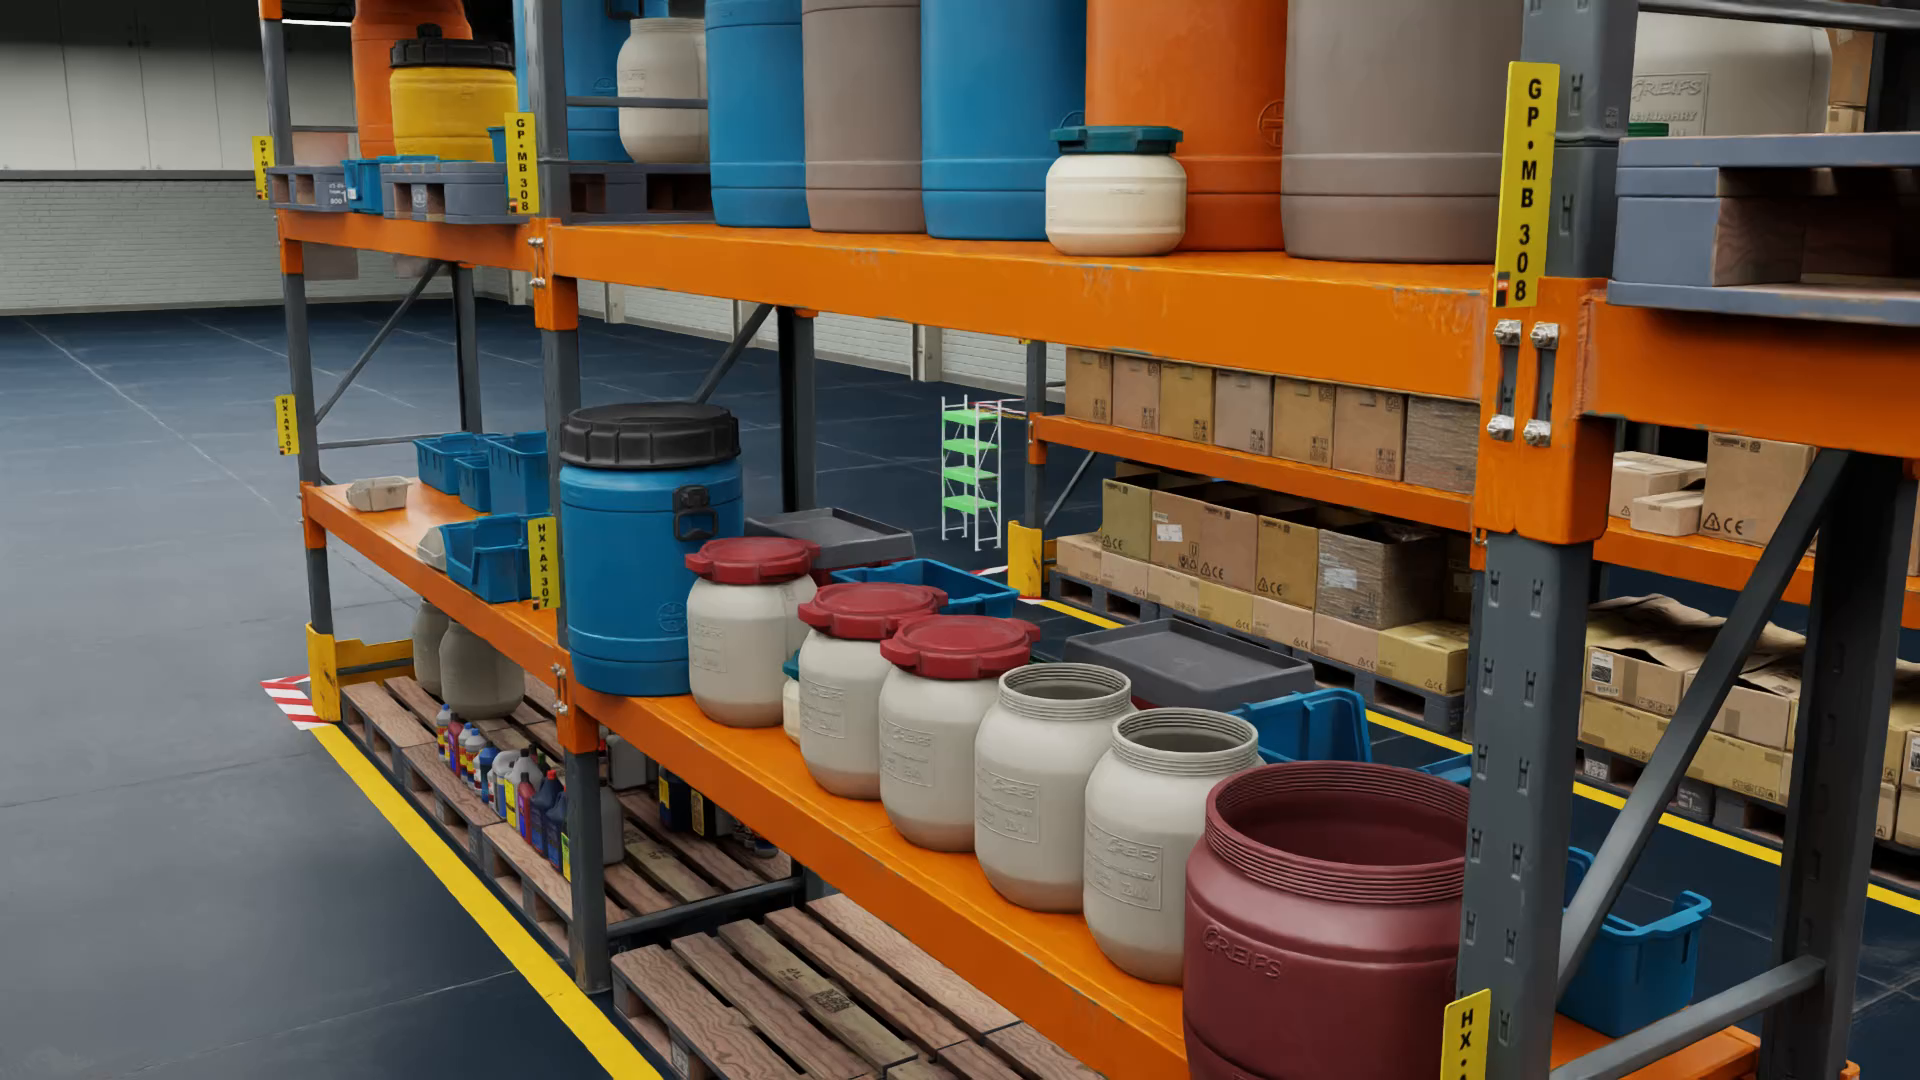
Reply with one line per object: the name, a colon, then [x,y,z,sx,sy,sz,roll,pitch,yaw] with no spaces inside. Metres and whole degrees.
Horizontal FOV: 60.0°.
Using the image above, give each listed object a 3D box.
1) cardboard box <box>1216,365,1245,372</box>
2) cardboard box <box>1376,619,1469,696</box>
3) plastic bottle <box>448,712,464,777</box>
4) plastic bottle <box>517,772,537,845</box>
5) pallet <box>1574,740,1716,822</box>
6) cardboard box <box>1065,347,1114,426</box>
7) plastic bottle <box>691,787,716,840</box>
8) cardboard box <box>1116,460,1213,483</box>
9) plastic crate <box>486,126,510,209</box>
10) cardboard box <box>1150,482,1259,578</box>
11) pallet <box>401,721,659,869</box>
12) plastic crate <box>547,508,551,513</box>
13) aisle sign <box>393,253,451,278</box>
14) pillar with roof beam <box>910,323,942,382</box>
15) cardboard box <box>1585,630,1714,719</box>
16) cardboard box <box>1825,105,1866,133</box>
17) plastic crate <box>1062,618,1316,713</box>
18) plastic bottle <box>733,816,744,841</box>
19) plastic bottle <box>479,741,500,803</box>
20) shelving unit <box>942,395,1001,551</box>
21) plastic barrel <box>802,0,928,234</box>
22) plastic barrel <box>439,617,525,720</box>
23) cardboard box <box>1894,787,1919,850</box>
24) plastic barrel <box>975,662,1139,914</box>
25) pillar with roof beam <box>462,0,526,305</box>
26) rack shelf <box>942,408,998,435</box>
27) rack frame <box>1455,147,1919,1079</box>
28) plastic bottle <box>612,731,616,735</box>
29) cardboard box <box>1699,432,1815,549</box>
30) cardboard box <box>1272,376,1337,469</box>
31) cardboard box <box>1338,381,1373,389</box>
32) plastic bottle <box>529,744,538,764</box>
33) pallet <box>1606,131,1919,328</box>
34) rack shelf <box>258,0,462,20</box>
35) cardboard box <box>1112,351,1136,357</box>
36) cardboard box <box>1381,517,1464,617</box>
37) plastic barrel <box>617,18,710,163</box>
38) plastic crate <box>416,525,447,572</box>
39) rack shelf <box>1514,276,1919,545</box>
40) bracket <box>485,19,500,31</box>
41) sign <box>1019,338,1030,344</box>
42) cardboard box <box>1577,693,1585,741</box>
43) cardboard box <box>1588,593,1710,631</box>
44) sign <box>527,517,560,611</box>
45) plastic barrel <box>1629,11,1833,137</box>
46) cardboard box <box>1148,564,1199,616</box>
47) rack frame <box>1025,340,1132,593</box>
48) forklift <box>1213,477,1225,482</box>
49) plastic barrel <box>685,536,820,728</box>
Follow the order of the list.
cardboard box: [1.808,-1.139,10.298,0.380,0.149,0.250,-8,15,-32]
cardboard box: [2.697,0.651,9.319,0.500,0.250,0.500,-8,15,-33]
plastic bottle: [-2.351,0.957,7.792,0.061,0.283,0.133,-8,15,-32]
plastic bottle: [-1.818,1.128,7.010,0.061,0.283,0.133,-7,14,-29]
pallet: [3.576,1.058,8.531,1.003,0.211,1.213,-8,15,-33]
cardboard box: [1.167,-1.107,11.667,0.700,0.500,0.500,-8,15,-33]
plastic bottle: [-1.092,1.117,7.063,0.061,0.283,0.133,-8,15,-33]
cardboard box: [1.464,-0.310,11.958,0.500,0.500,0.500,-8,15,-33]
plastic crate: [-1.899,-1.711,7.679,0.392,0.384,0.575,-8,15,-33]
cardboard box: [1.597,-0.073,10.871,0.500,0.500,0.500,-8,15,-33]
pallet: [-2.008,1.175,7.993,1.003,0.211,1.213,-8,15,-33]
plastic crate: [-1.507,-0.017,7.412,0.450,0.188,0.662,-8,15,-33]
aisle sign: [-2.999,-1.875,9.328,0.394,0.787,0.004,-8,15,-33]
pillar with roof beam: [-4.084,-6.263,21.435,9.100,9.000,0.400,-8,15,-33]
cardboard box: [3.430,0.626,8.119,0.500,0.311,0.500,-8,15,-33]
cardboard box: [3.775,-1.820,7.510,0.500,0.250,0.500,-10,16,-38]
plastic crate: [0.585,0.511,4.353,0.402,0.464,0.583,-8,15,-33]
plastic bottle: [-0.915,1.162,7.047,0.097,0.201,0.097,0,12,0]
plastic bottle: [-2.104,1.035,7.462,0.097,0.271,0.097,0,12,0]
shelving unit: [0.092,-0.557,13.599,0.258,1.200,0.503,-8,15,-33]
plastic barrel: [-0.165,-1.374,4.931,0.600,0.901,0.600,0,12,0]
plastic barrel: [-2.501,0.651,8.705,0.421,0.512,0.421,0,12,0]
cardboard box: [4.292,1.173,6.930,0.500,0.250,0.500,-8,15,-31]
plastic barrel: [0.245,0.579,3.932,0.421,0.512,0.421,0,12,0]
pillar with roof beam: [-14.056,-9.464,36.074,9.100,9.000,0.548,-8,15,-33]
rack shelf: [0.092,-0.963,13.510,0.258,0.148,0.480,-8,15,-33]
rack frame: [1.226,0.866,2.880,1.000,3.000,0.127,-8,15,-33]
plastic bottle: [-1.611,0.994,7.815,0.097,0.201,0.097,0,12,0]
cardboard box: [3.839,-0.248,7.738,0.500,0.500,0.500,-7,14,-29]
cardboard box: [2.312,-0.741,9.993,0.700,0.500,0.500,-8,15,-32]
cardboard box: [2.378,-0.957,9.463,0.380,0.149,0.250,-8,15,-33]
plastic bottle: [-1.871,1.053,7.355,0.061,0.283,0.133,-8,15,-33]
pallet: [1.568,-0.359,1.905,1.003,0.211,1.213,-8,15,-33]
rack shelf: [-2.098,-2.585,7.238,1.077,0.370,4.000,-8,15,-33]
cardboard box: [1.243,-1.322,11.131,0.380,0.149,0.250,-8,15,-33]
cardboard box: [2.856,0.133,9.929,0.500,0.500,0.500,-8,15,-33]
plastic barrel: [-1.065,-1.670,6.212,0.421,0.512,0.421,0,12,0]
plastic crate: [-2.101,0.025,7.345,0.530,0.136,0.437,-8,15,-33]
rack shelf: [2.334,0.108,1.010,1.077,0.370,4.000,-8,15,-33]
bracket: [-10.538,-11.616,37.490,0.235,0.232,0.430,-8,15,-33]
sign: [0.454,-1.539,11.667,0.100,0.325,0.005,-8,15,-33]
cardboard box: [3.153,0.808,8.598,0.500,0.250,0.500,-9,15,-34]
cardboard box: [3.598,0.471,8.826,0.500,0.311,0.500,-8,15,-33]
sign: [-1.454,0.083,5.815,0.100,0.325,0.005,-8,15,-33]
plastic barrel: [1.309,-0.745,2.966,0.421,0.512,0.421,0,12,0]
cardboard box: [1.588,0.295,10.945,0.500,0.250,0.500,-8,15,-33]
rack frame: [0.919,-1.142,12.064,1.000,3.000,0.127,-8,15,-33]
forklift: [3.592,-1.544,14.062,3.031,2.935,1.130,-2,12,-8]
plastic barrel: [-0.643,0.284,5.222,0.433,0.535,0.433,0,12,0]
